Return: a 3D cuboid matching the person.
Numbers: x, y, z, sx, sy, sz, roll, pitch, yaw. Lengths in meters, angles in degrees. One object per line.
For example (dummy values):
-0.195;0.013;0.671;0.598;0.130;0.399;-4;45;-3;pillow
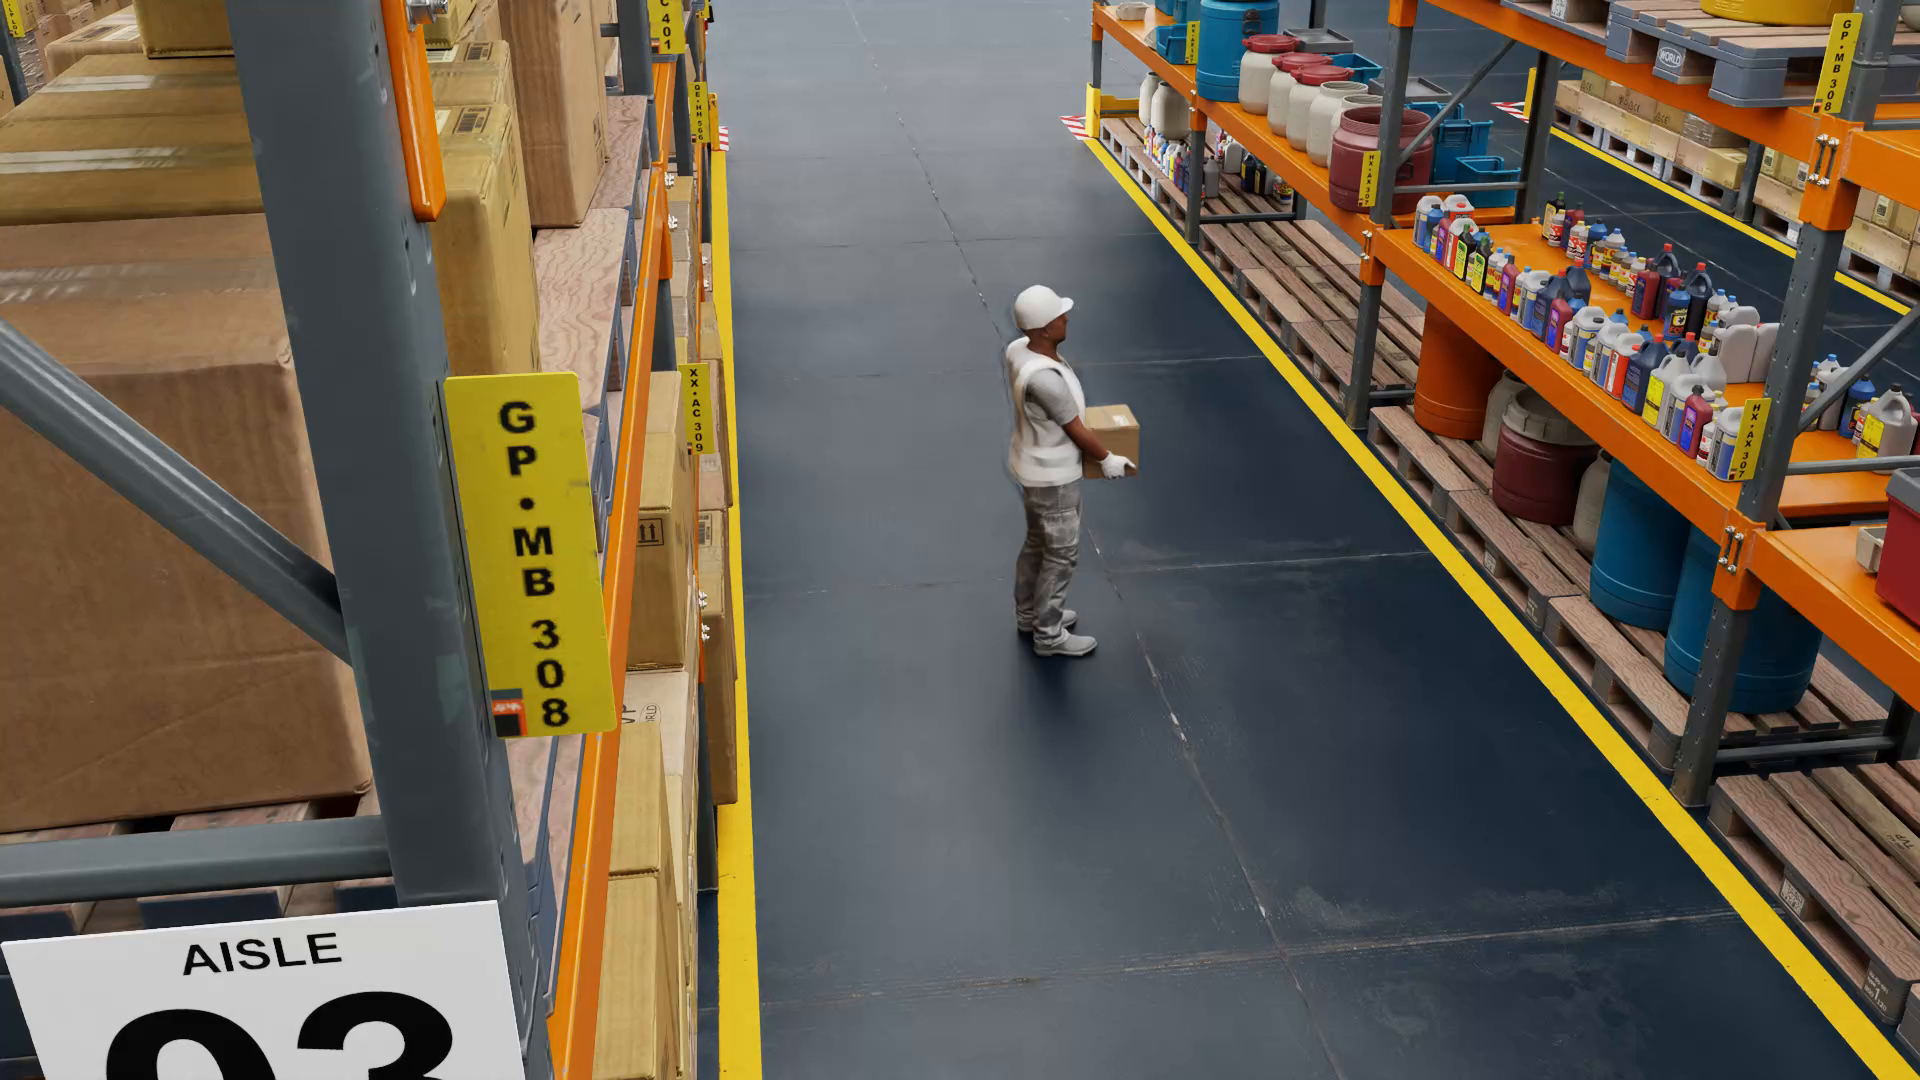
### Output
0.504;-0.326;7.740;0.573;1.783;0.494;-4;27;-8;person
